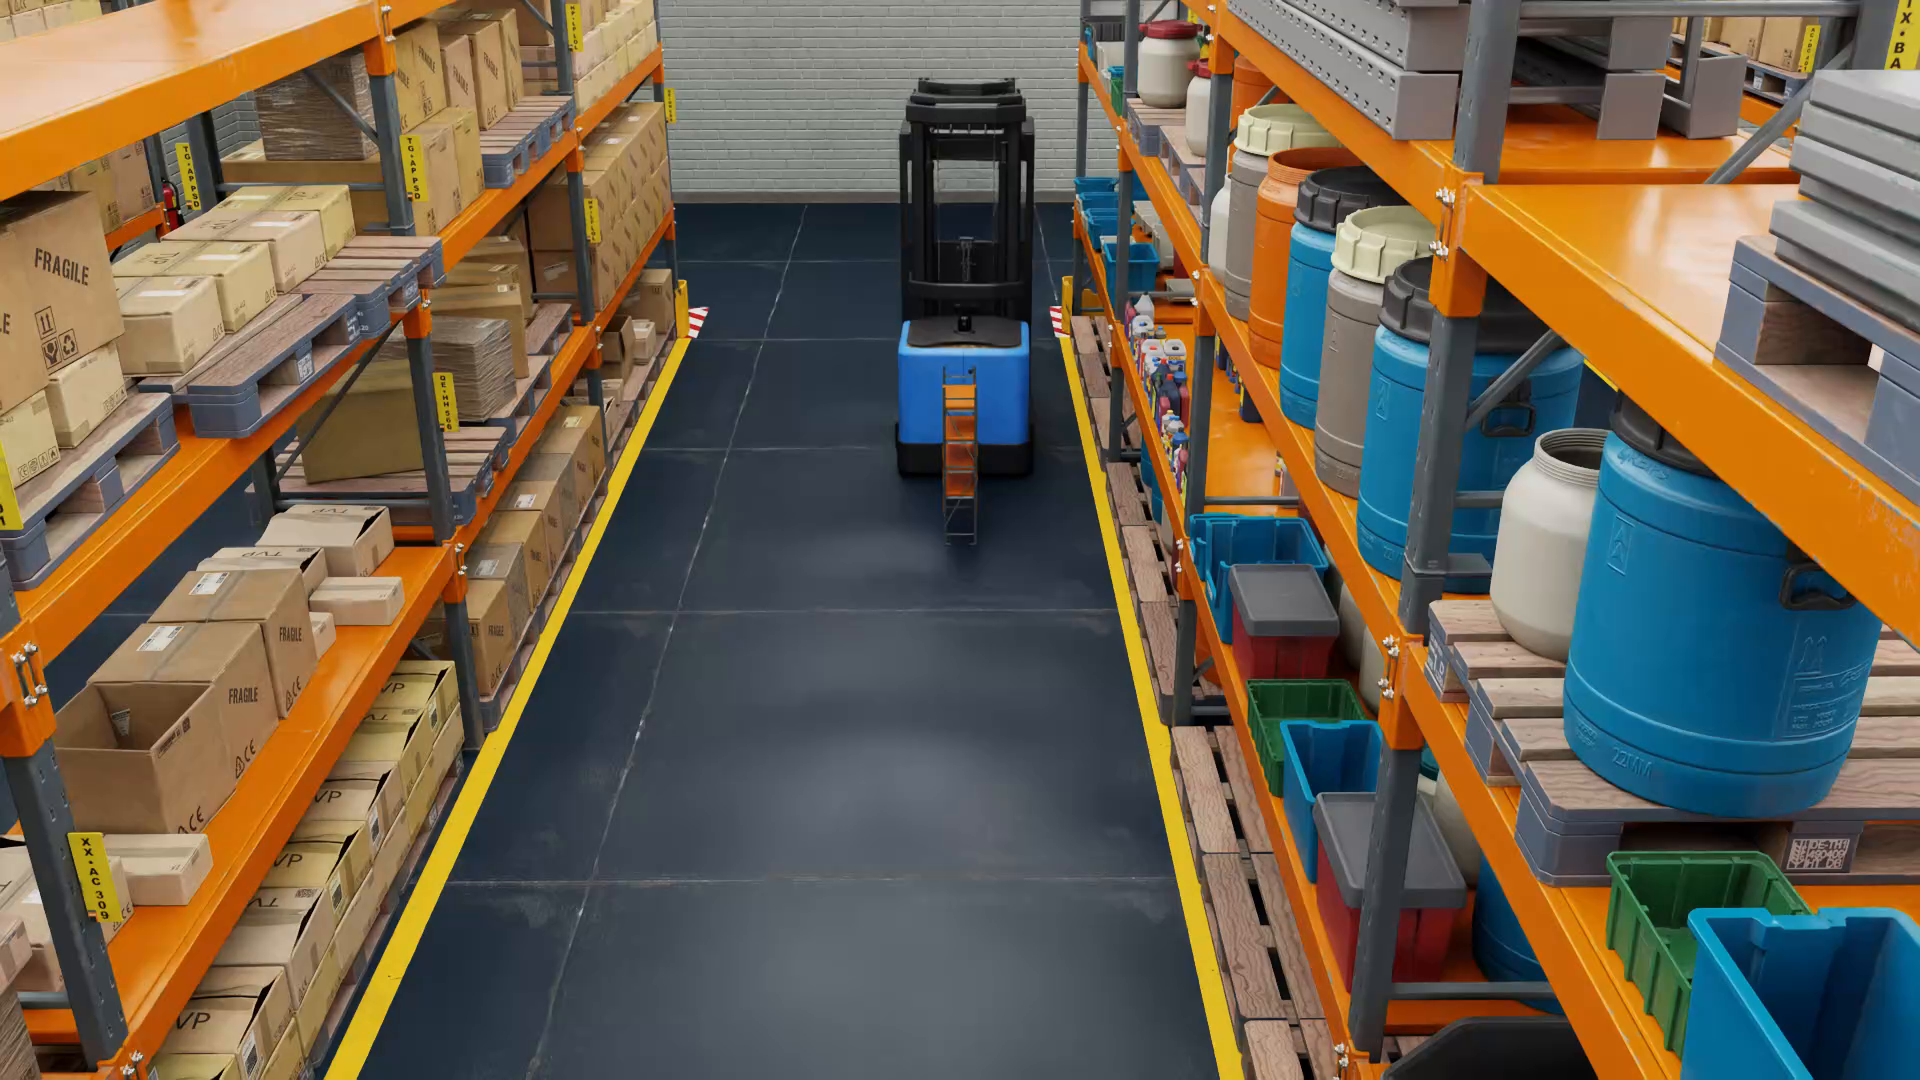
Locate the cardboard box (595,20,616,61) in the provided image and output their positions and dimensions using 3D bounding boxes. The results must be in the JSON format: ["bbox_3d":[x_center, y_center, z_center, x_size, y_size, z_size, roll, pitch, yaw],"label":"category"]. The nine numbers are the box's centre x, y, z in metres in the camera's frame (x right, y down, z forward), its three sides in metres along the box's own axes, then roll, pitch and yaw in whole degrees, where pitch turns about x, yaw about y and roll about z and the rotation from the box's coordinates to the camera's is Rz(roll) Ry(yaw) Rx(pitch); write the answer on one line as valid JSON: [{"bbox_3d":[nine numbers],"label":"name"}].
[{"bbox_3d":[-3.035,-3.972,13.212,0.500,0.250,0.500,0,24,-1],"label":"cardboard box"}]

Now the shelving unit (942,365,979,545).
[{"bbox_3d":[-0.002,-0.615,12.037,0.258,1.200,0.503,0,24,-1],"label":"shelving unit"}]

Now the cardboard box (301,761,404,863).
[{"bbox_3d":[-2.967,1.258,7.857,0.500,0.311,0.500,0,24,-1],"label":"cardboard box"}]

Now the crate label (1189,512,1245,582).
[{"bbox_3d":[1.349,0.046,8.594,0.303,0.233,0.416,0,24,-1],"label":"crate label"}]

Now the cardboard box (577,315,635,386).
[{"bbox_3d":[-3.303,-1.670,14.681,0.797,0.503,0.637,0,24,-1],"label":"cardboard box"}]

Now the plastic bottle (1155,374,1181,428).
[{"bbox_3d":[1.316,-0.884,10.508,0.144,0.351,0.185,0,24,-1],"label":"plastic bottle"}]

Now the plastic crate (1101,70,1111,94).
[{"bbox_3d":[1.281,-3.622,13.182,0.293,0.136,0.466,0,24,-1],"label":"plastic crate"}]

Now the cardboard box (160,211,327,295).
[{"bbox_3d":[-3.149,-1.272,7.337,0.500,0.250,0.500,0,24,1],"label":"cardboard box"}]

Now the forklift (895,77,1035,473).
[{"bbox_3d":[0.062,-2.426,13.941,1.130,2.935,3.031,1,24,1],"label":"forklift"}]

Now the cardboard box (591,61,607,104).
[{"bbox_3d":[-3.037,-3.539,12.859,0.500,0.250,0.500,0,24,-1],"label":"cardboard box"}]

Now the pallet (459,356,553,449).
[{"bbox_3d":[-3.260,-0.898,10.712,1.003,0.211,1.213,0,24,-1],"label":"pallet"}]

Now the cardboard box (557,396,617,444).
[{"bbox_3d":[-3.066,-0.982,13.393,0.500,0.311,0.500,0,24,-1],"label":"cardboard box"}]

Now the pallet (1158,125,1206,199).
[{"bbox_3d":[1.797,-2.344,10.266,1.003,0.211,1.213,0,24,-1],"label":"pallet"}]

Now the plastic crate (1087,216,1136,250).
[{"bbox_3d":[1.323,-2.683,14.557,0.416,0.233,0.300,0,24,-1],"label":"plastic crate"}]

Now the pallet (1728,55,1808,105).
[{"bbox_3d":[6.630,-3.539,12.786,1.003,0.211,1.213,0,24,-1],"label":"pallet"}]

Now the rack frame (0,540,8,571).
[{"bbox_3d":[-3.190,-1.270,4.020,1.000,3.000,0.127,0,24,-1],"label":"rack frame"}]

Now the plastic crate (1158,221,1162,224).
[{"bbox_3d":[1.911,-2.608,14.389,0.416,0.233,0.300,0,24,-1],"label":"plastic crate"}]

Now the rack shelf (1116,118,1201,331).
[{"bbox_3d":[1.697,-2.068,10.299,1.077,0.370,4.000,0,24,-1],"label":"rack shelf"}]

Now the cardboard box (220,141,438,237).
[{"bbox_3d":[-3.272,-1.776,8.659,0.910,0.500,0.500,0,24,-1],"label":"cardboard box"}]

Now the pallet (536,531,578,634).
[{"bbox_3d":[-3.215,0.277,11.265,1.003,0.211,1.213,0,24,-1],"label":"pallet"}]

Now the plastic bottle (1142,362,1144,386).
[{"bbox_3d":[1.284,-1.141,11.257,0.097,0.201,0.097,0,24,0],"label":"plastic bottle"}]

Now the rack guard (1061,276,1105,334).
[{"bbox_3d":[1.619,-2.373,16.772,1.175,0.500,0.348,0,24,-1],"label":"rack guard"}]

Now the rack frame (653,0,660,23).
[{"bbox_3d":[-3.321,-6.214,14.954,1.000,3.000,0.127,0,24,-1],"label":"rack frame"}]

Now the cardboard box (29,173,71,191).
[{"bbox_3d":[-8.241,-2.770,14.253,0.980,0.700,0.700,-1,24,-3],"label":"cardboard box"}]

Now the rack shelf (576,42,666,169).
[{"bbox_3d":[-3.299,-3.696,13.898,1.077,0.370,4.000,0,24,-1],"label":"rack shelf"}]

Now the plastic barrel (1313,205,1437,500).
[{"bbox_3d":[1.533,-0.630,5.638,0.600,0.901,0.600,0,24,0],"label":"plastic barrel"}]

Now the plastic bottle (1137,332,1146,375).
[{"bbox_3d":[1.263,-1.281,11.468,0.061,0.283,0.133,0,24,-1],"label":"plastic bottle"}]

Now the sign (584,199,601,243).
[{"bbox_3d":[-2.723,-2.364,12.316,0.100,0.325,0.005,0,24,-1],"label":"sign"}]

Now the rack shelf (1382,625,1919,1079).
[{"bbox_3d":[1.785,1.228,3.010,1.077,0.370,4.000,0,24,-1],"label":"rack shelf"}]

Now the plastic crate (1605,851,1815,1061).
[{"bbox_3d":[1.508,0.824,3.288,0.336,0.188,0.450,0,24,-1],"label":"plastic crate"}]

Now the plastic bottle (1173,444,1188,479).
[{"bbox_3d":[1.302,-0.462,9.756,0.097,0.201,0.097,0,24,0],"label":"plastic bottle"}]

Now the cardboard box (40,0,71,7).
[{"bbox_3d":[-7.999,-4.827,14.168,0.500,0.500,0.500,0,24,1],"label":"cardboard box"}]

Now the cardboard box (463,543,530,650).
[{"bbox_3d":[-2.964,0.350,10.220,0.500,0.500,0.500,-1,24,-2],"label":"cardboard box"}]

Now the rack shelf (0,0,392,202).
[{"bbox_3d":[-3.212,-1.584,6.073,1.077,0.370,4.000,0,24,-1],"label":"rack shelf"}]

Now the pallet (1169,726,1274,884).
[{"bbox_3d":[1.689,1.385,8.815,1.003,0.211,1.213,0,24,-1],"label":"pallet"}]

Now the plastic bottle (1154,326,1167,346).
[{"bbox_3d":[1.428,-1.428,11.892,0.097,0.201,0.097,0,24,0],"label":"plastic bottle"}]

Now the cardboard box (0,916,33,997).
[{"bbox_3d":[-2.973,1.234,4.857,0.380,0.149,0.250,0,24,-1],"label":"cardboard box"}]

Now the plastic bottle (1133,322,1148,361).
[{"bbox_3d":[1.278,-1.404,11.753,0.097,0.271,0.097,0,24,0],"label":"plastic bottle"}]

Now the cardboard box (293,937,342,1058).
[{"bbox_3d":[-2.960,1.934,7.044,0.500,0.250,0.500,-1,24,-2],"label":"cardboard box"}]

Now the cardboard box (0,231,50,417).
[{"bbox_3d":[-3.157,-0.622,4.991,0.500,0.500,0.500,0,24,0],"label":"cardboard box"}]

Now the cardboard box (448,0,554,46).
[{"bbox_3d":[-3.321,-3.901,12.143,0.700,0.500,0.500,0,24,-1],"label":"cardboard box"}]

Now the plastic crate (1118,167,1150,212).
[{"bbox_3d":[1.822,-3.408,15.913,0.616,0.435,0.499,0,24,-1],"label":"plastic crate"}]

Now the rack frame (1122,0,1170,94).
[{"bbox_3d":[1.676,-4.587,11.355,1.000,3.000,0.127,0,24,-1],"label":"rack frame"}]

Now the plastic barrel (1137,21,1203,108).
[{"bbox_3d":[1.431,-3.255,11.377,0.433,0.535,0.433,0,24,0],"label":"plastic barrel"}]

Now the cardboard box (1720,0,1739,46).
[{"bbox_3d":[6.695,-4.285,13.575,0.700,0.500,0.500,1,24,2],"label":"cardboard box"}]

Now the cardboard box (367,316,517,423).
[{"bbox_3d":[-3.172,-1.058,10.202,0.700,0.500,0.500,4,25,9],"label":"cardboard box"}]

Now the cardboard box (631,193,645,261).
[{"bbox_3d":[-3.030,-2.716,14.378,0.500,0.500,0.500,-1,24,-1],"label":"cardboard box"}]

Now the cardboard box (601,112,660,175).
[{"bbox_3d":[-3.035,-3.592,15.100,0.500,0.500,0.500,0,24,1],"label":"cardboard box"}]

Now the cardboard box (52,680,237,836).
[{"bbox_3d":[-3.188,0.885,6.416,0.500,0.500,0.500,1,24,3],"label":"cardboard box"}]

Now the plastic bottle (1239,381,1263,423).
[{"bbox_3d":[1.874,-0.944,10.640,0.144,0.351,0.185,0,24,-1],"label":"plastic bottle"}]

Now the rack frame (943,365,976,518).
[{"bbox_3d":[-0.004,-0.715,12.259,0.240,1.200,0.015,0,24,-1],"label":"rack frame"}]

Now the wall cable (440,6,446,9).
[{"bbox_3d":[-7.979,-7.108,20.697,3.097,2.526,0.112,0,24,-1],"label":"wall cable"}]

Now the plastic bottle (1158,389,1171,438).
[{"bbox_3d":[1.276,-0.788,10.377,0.061,0.283,0.133,0,24,-1],"label":"plastic bottle"}]

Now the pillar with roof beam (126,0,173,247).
[{"bbox_3d":[-4.864,-7.319,17.395,9.100,9.000,0.400,0,24,-1],"label":"pillar with roof beam"}]
